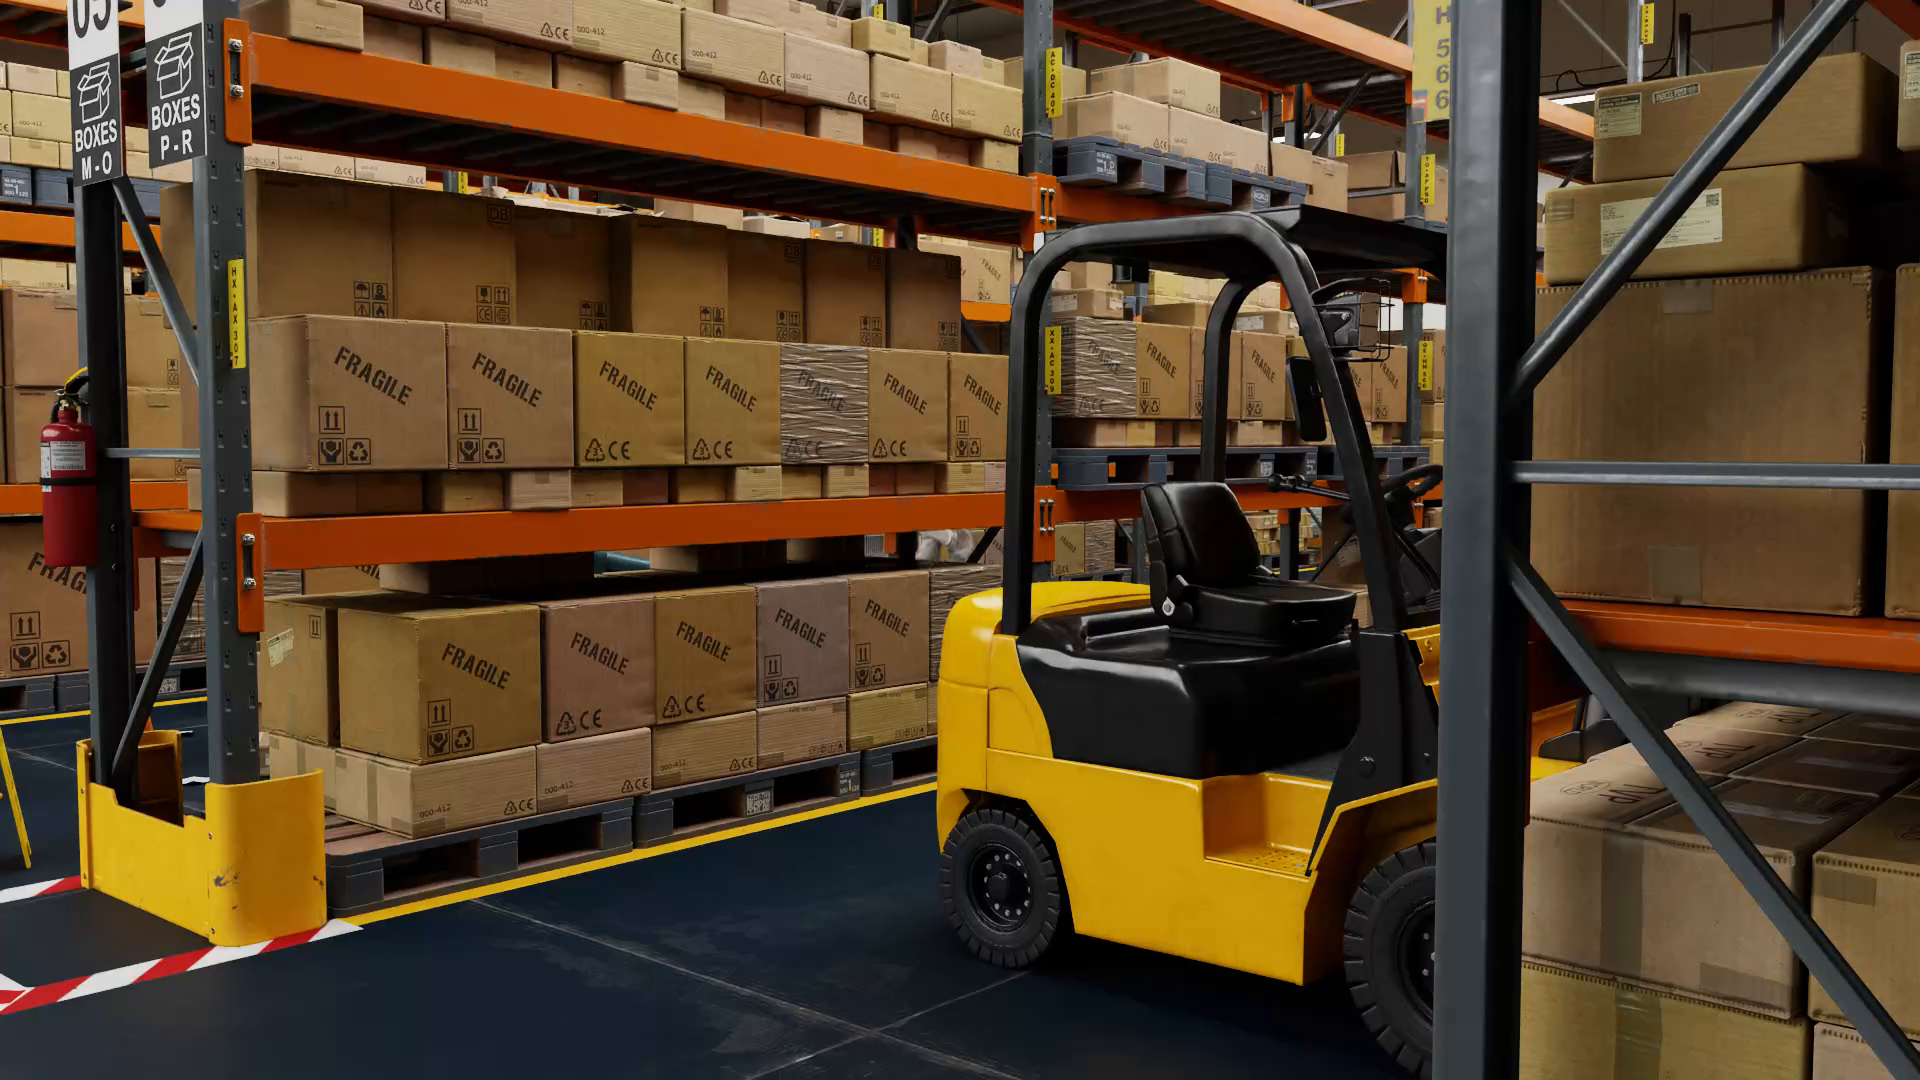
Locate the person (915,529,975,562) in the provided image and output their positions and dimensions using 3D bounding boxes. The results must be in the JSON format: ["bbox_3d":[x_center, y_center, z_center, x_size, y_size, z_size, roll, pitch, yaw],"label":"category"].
[{"bbox_3d":[-0.153,-0.111,12.869,1.066,1.747,0.576,-3,5,-39],"label":"person"}]
